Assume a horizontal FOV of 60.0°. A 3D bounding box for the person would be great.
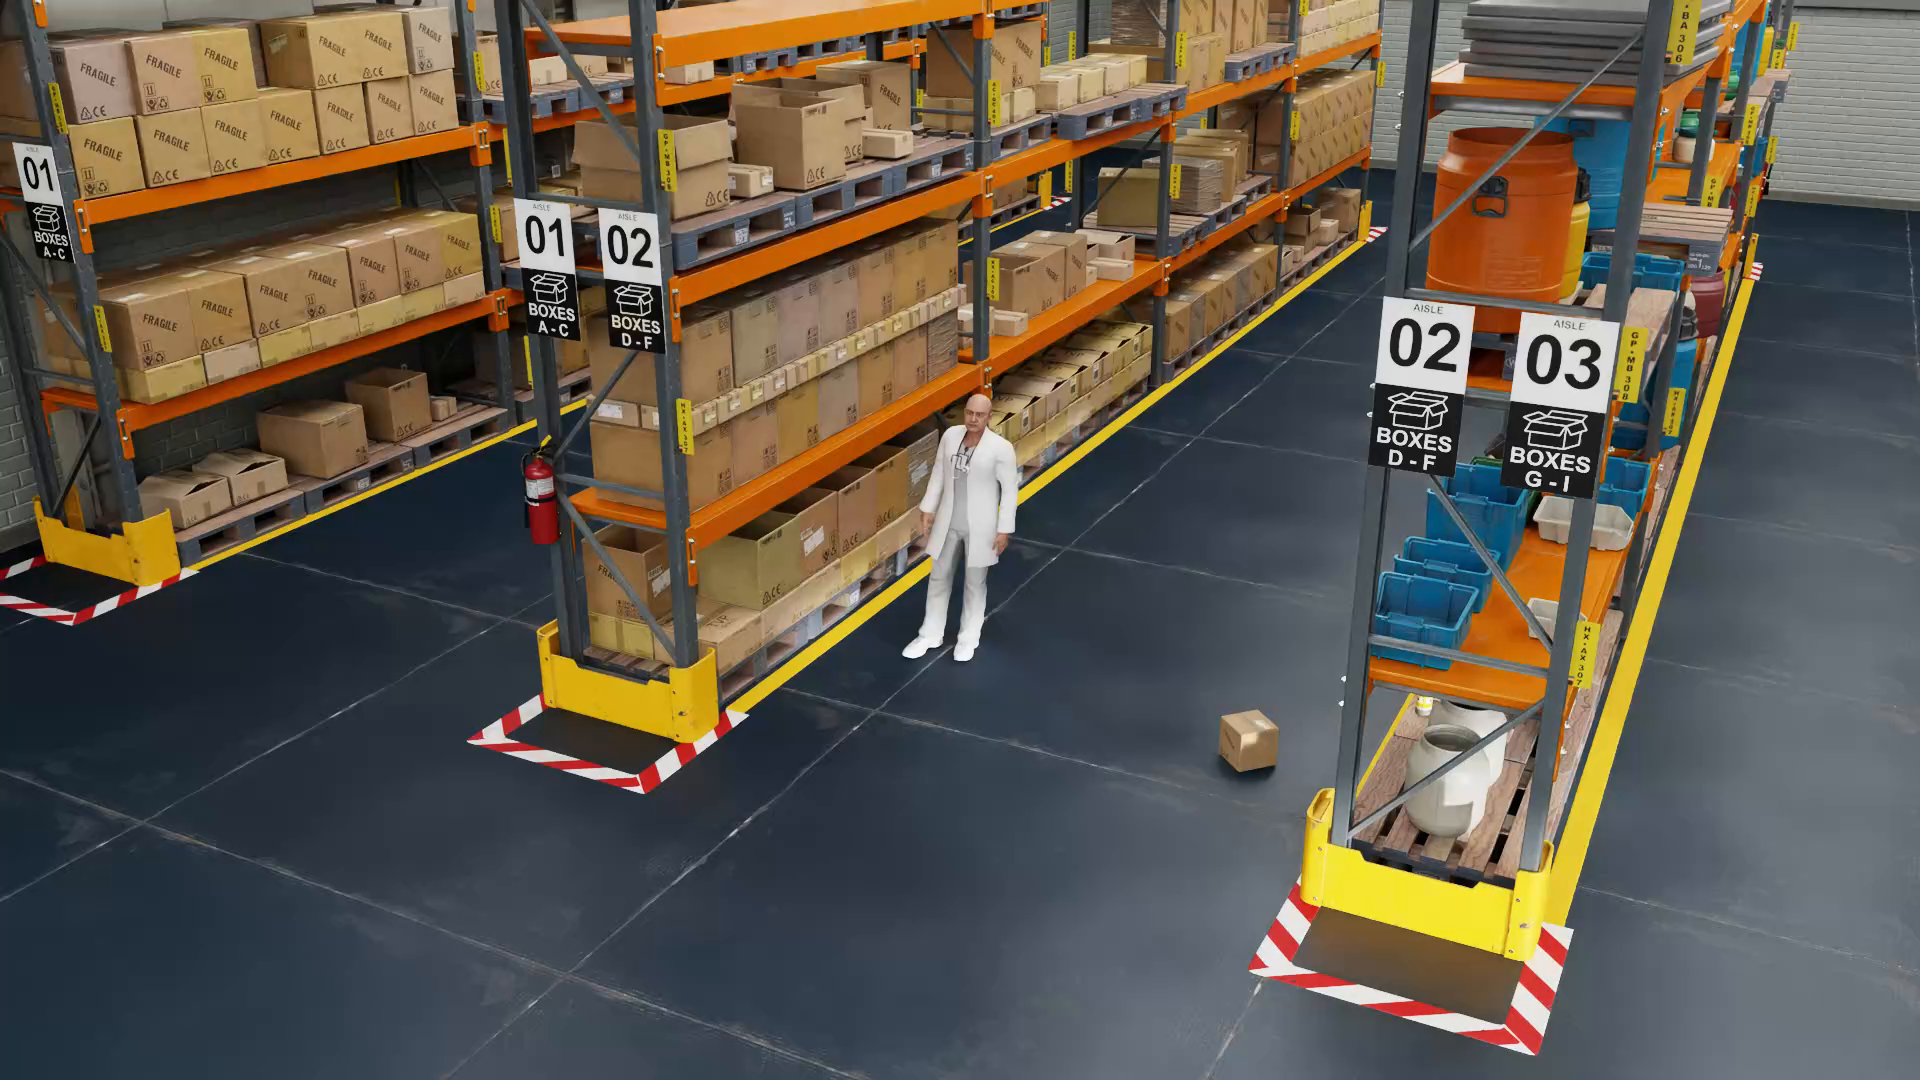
[{"bbox_3d":[0.010,-0.063,10.914,0.697,1.779,0.578,11,25,25],"label":"person"}]
